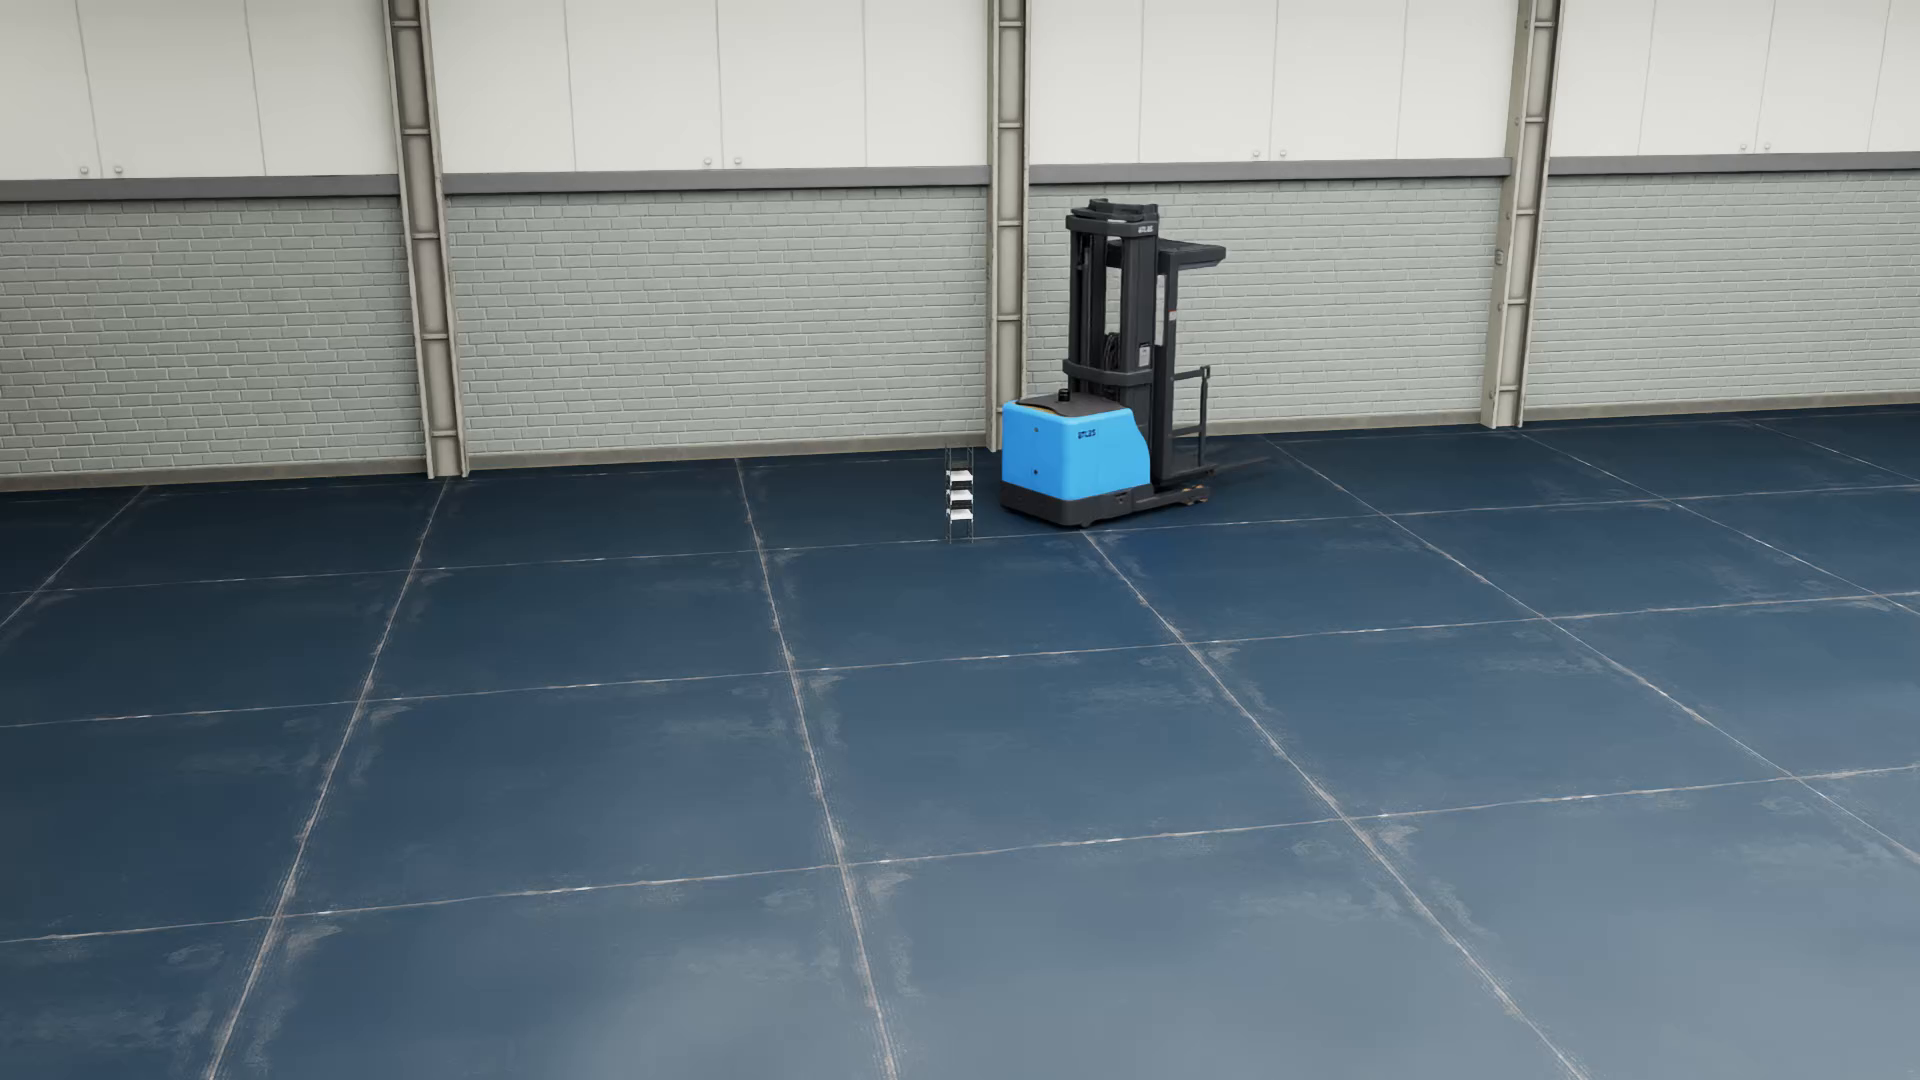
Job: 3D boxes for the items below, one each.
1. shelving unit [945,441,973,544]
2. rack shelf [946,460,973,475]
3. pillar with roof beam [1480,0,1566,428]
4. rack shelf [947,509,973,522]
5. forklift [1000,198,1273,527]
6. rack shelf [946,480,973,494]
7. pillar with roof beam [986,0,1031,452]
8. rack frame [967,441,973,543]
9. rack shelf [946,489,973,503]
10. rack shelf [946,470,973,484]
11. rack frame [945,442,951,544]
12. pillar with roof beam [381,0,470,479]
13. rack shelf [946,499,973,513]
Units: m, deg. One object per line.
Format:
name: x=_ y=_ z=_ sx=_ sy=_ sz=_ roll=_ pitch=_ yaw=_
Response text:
shelving unit: x=-0.008 y=-0.430 z=15.116 sx=0.210 sy=0.900 sz=0.258 roll=-3 pitch=17 yaw=-10
rack shelf: x=-0.008 y=-0.656 z=15.047 sx=0.200 sy=0.077 sz=0.258 roll=-3 pitch=17 yaw=-10
pillar with roof beam: x=7.218 y=-4.425 z=14.329 sx=0.400 sy=9.000 sz=9.100 roll=-3 pitch=17 yaw=-10
rack shelf: x=-0.008 y=-0.226 z=15.179 sx=0.200 sy=0.077 sz=0.258 roll=-3 pitch=17 yaw=-10
forklift: x=1.861 y=-1.849 z=16.277 sx=3.031 sy=2.935 sz=1.130 roll=-13 pitch=21 yaw=-36
rack shelf: x=-0.008 y=-0.484 z=15.100 sx=0.200 sy=0.077 sz=0.258 roll=-3 pitch=17 yaw=-10
pillar with roof beam: x=1.327 y=-4.090 z=13.241 sx=0.400 sy=9.000 sz=9.100 roll=-3 pitch=17 yaw=-10
rack frame: x=0.092 y=-0.435 z=15.135 sx=0.006 sy=0.900 sz=0.240 roll=-3 pitch=17 yaw=-10
rack shelf: x=-0.008 y=-0.398 z=15.126 sx=0.200 sy=0.077 sz=0.258 roll=-3 pitch=17 yaw=-10
rack shelf: x=-0.008 y=-0.570 z=15.073 sx=0.200 sy=0.077 sz=0.258 roll=-3 pitch=17 yaw=-10
rack frame: x=-0.108 y=-0.424 z=15.098 sx=0.006 sy=0.900 sz=0.240 roll=-3 pitch=17 yaw=-10
pillar with roof beam: x=-4.564 y=-3.756 z=12.153 sx=0.400 sy=9.000 sz=9.100 roll=-3 pitch=17 yaw=-10
rack shelf: x=-0.008 y=-0.312 z=15.153 sx=0.200 sy=0.077 sz=0.258 roll=-3 pitch=17 yaw=-10
